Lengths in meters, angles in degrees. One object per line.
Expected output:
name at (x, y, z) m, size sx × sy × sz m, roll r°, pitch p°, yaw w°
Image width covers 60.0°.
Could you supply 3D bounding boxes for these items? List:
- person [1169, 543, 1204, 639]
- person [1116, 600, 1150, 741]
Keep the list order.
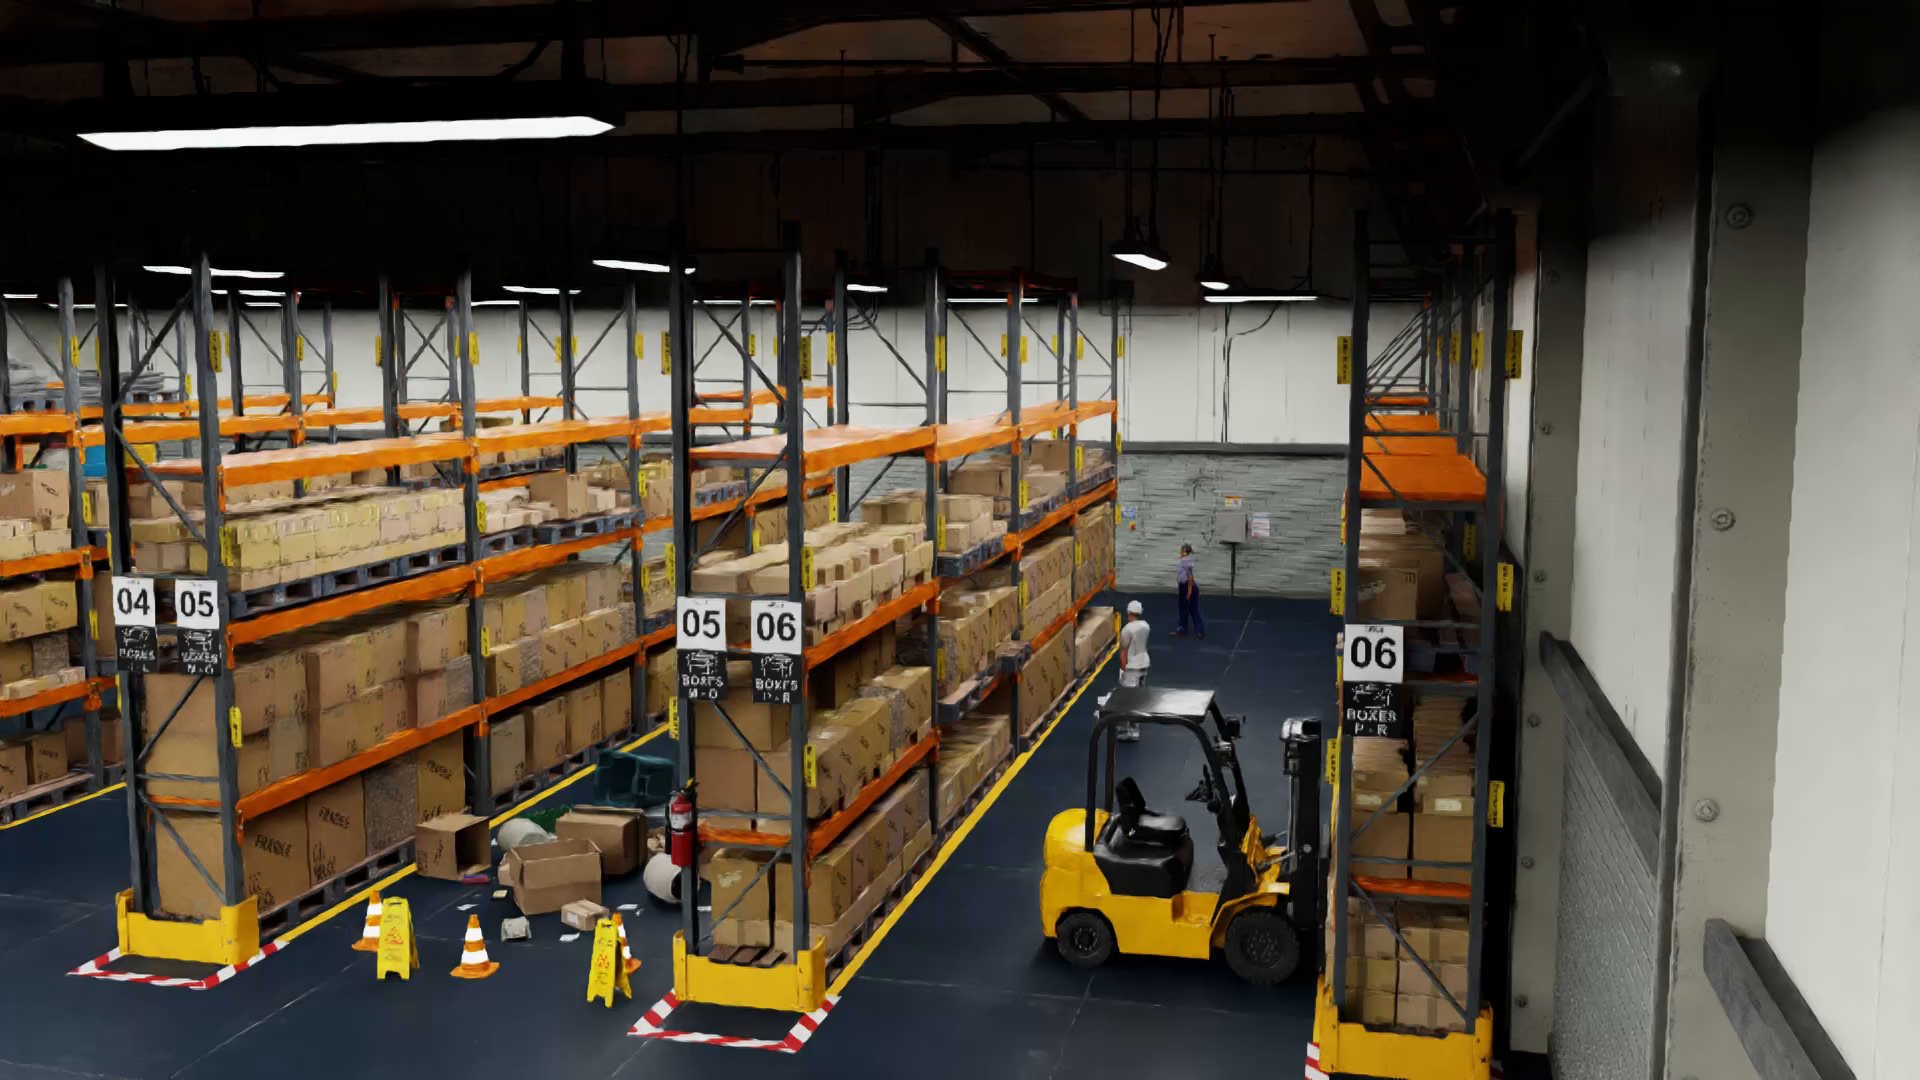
person at (3.929, 0.873, 28.603) m, size 0.538 × 1.645 × 0.616 m, roll 0°, pitch 7°, yaw -4°
person at (2.186, 1.657, 21.412) m, size 0.494 × 1.786 × 0.606 m, roll 7°, pitch 10°, yaw 43°
